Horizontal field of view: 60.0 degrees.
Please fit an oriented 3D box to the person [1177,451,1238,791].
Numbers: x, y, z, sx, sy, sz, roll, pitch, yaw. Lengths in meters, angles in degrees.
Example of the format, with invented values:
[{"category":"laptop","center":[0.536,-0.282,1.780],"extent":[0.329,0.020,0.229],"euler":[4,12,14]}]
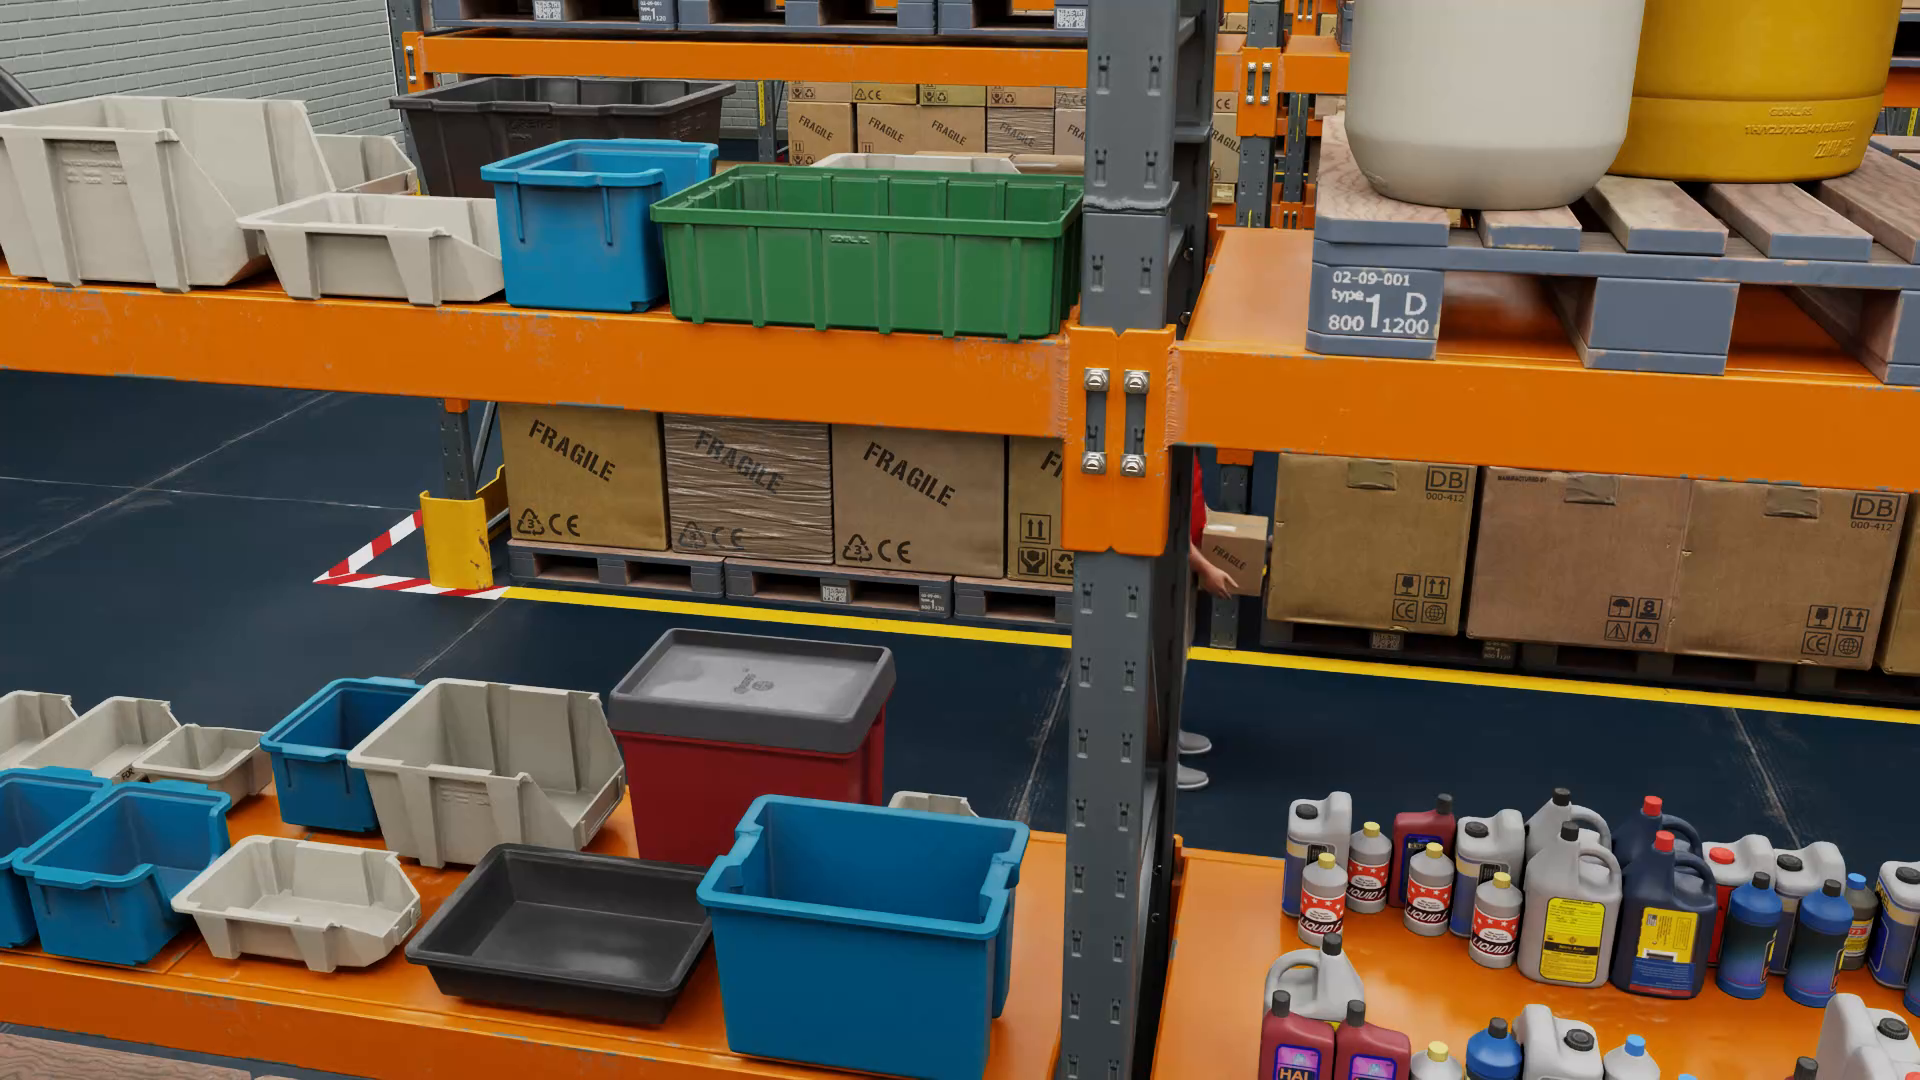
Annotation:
[{"category":"person","center":[0.907,0.142,6.743],"extent":[0.521,1.726,0.505],"euler":[9,23,21]}]
